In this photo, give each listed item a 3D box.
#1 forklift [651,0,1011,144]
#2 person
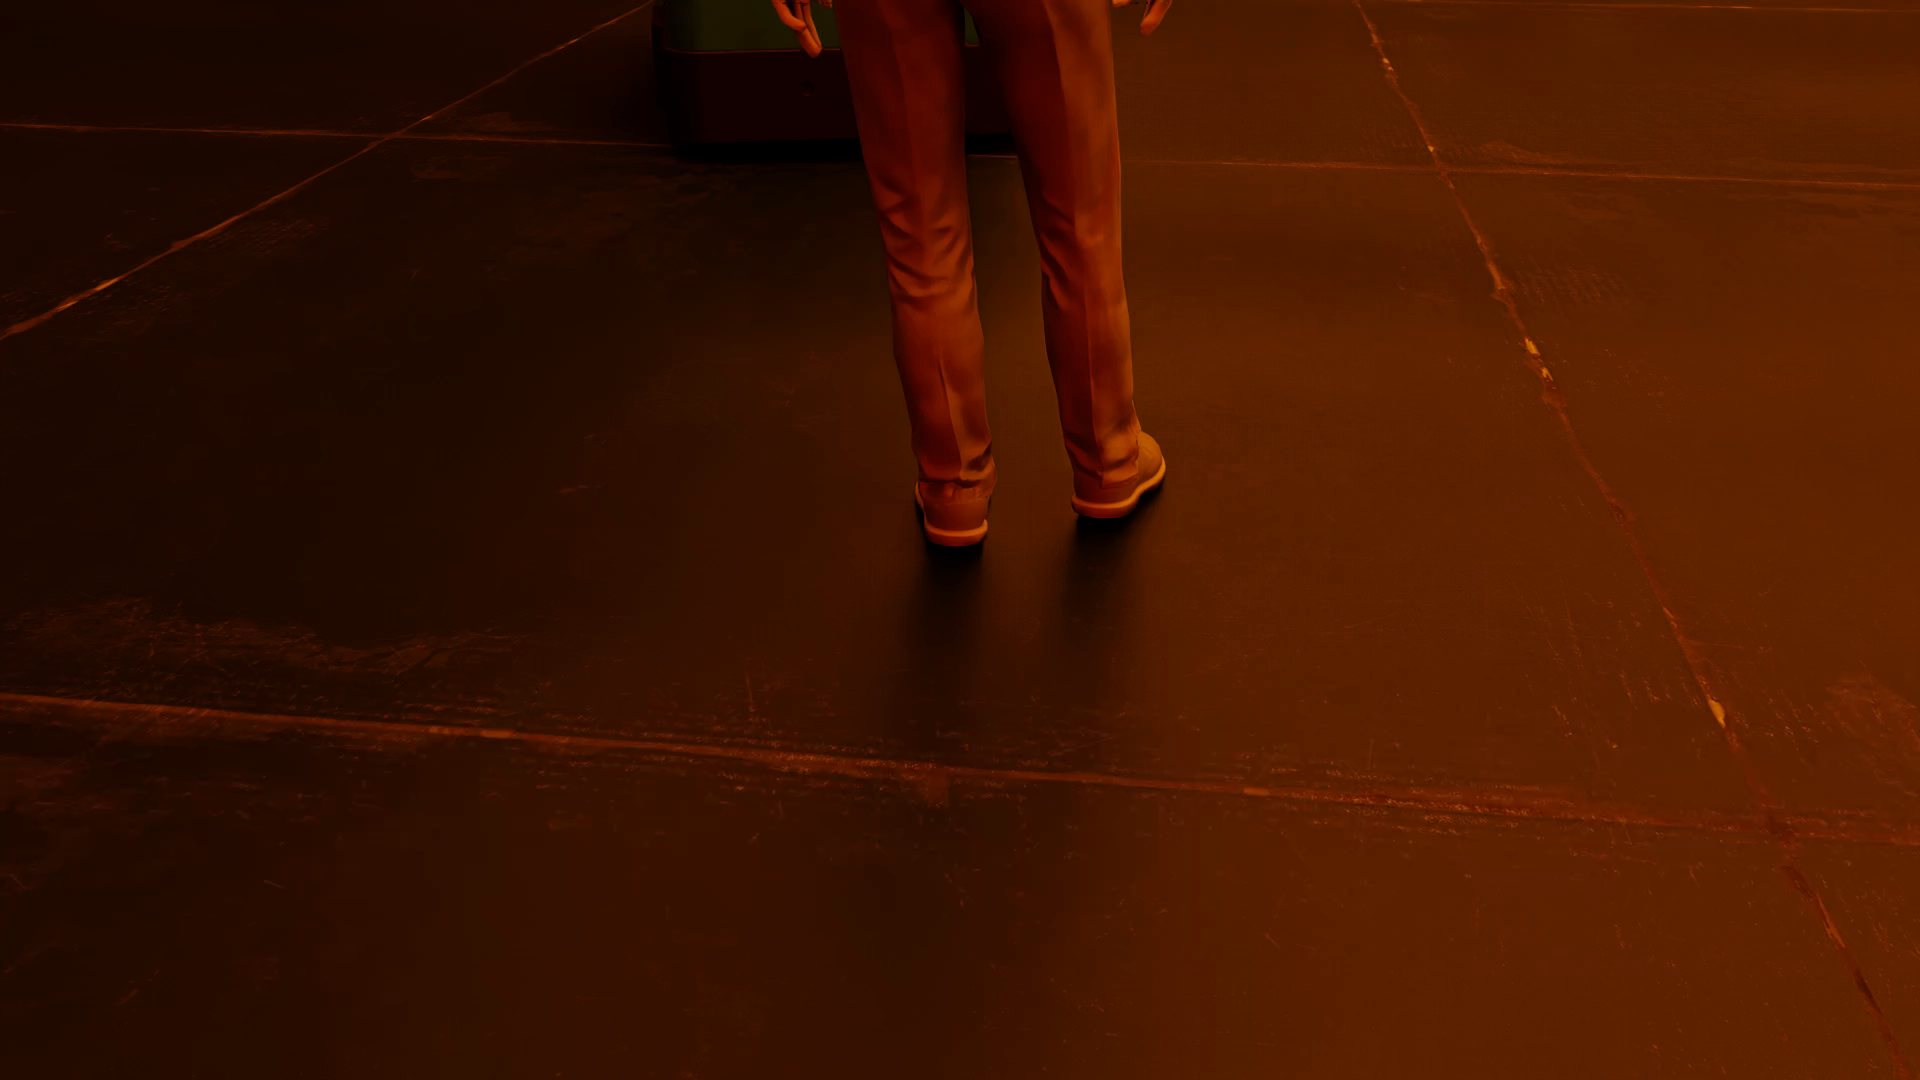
[{"bbox_3d":[-0.481,-3.011,5.252,1.130,2.935,3.031,-4,27,-7],"label":"forklift"},{"bbox_3d":[0.015,-0.794,2.177,0.588,1.696,0.533,3,27,7],"label":"person"}]
